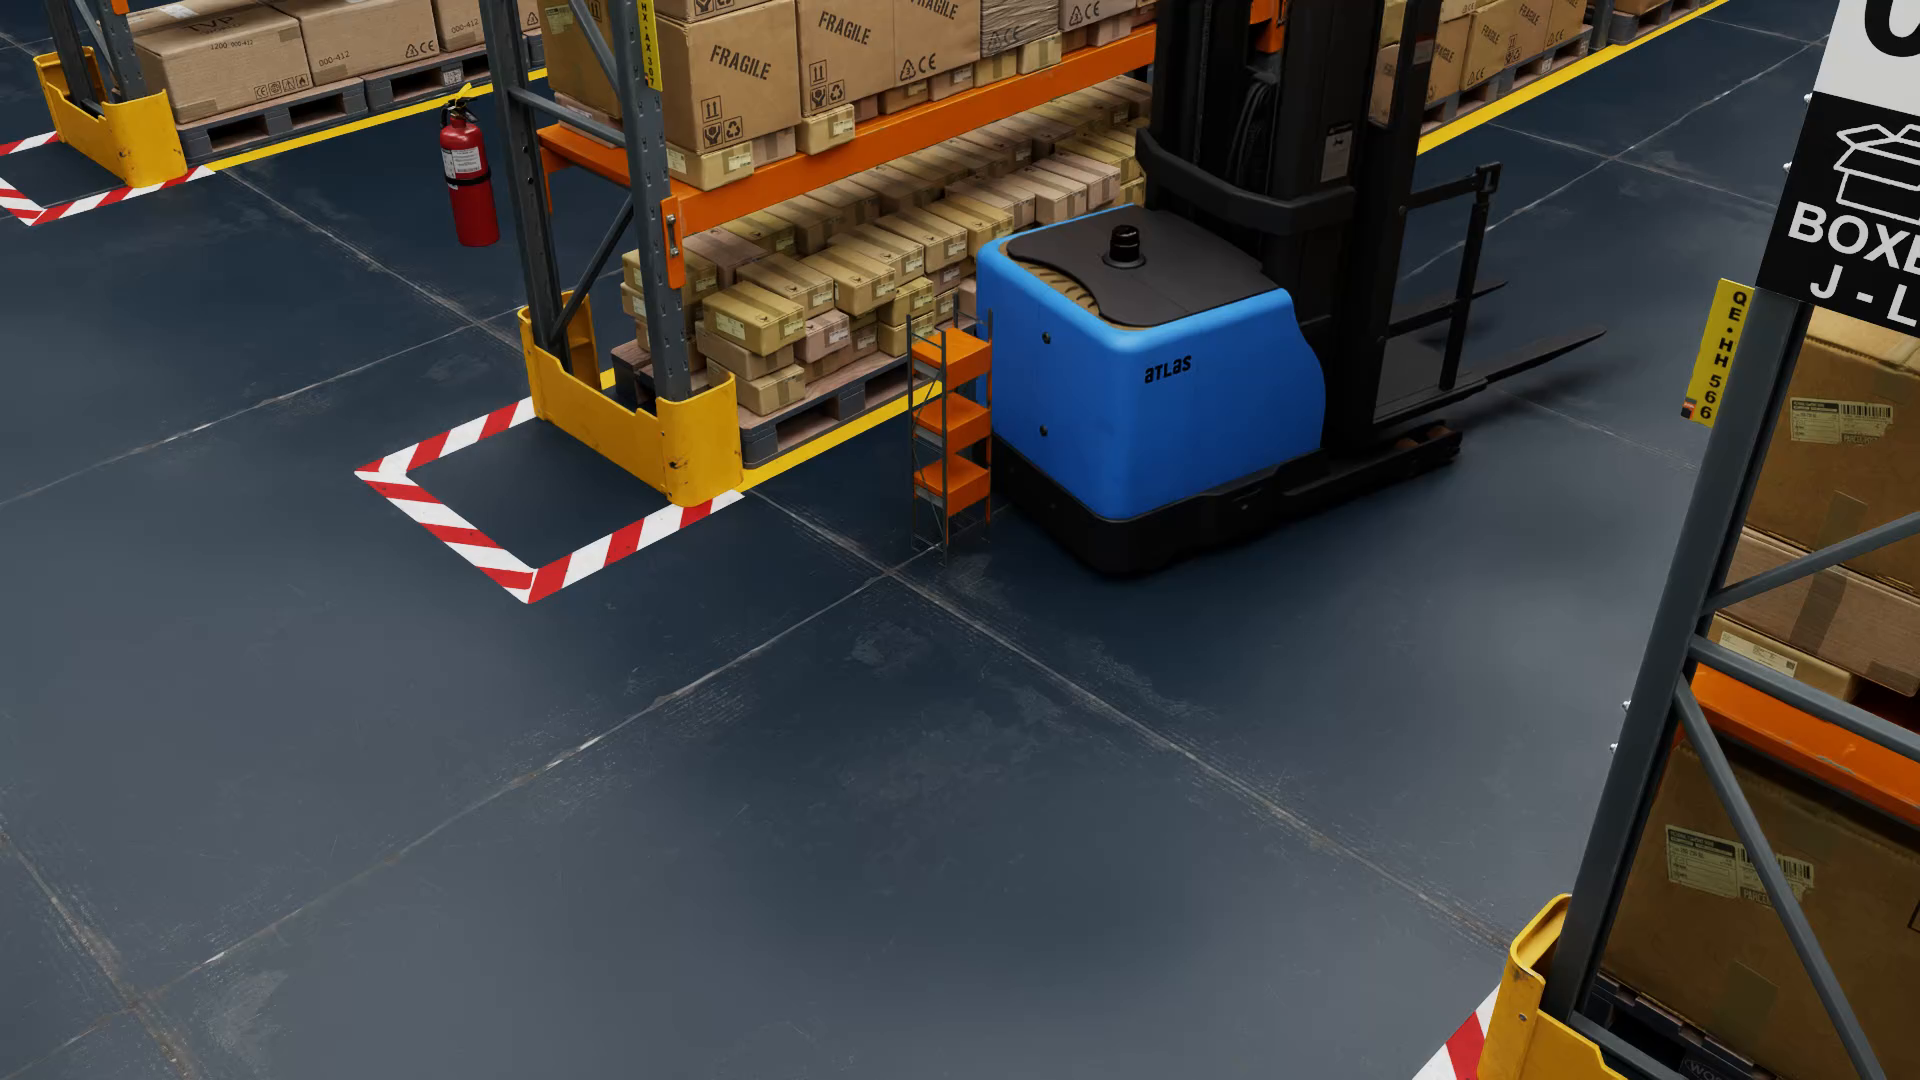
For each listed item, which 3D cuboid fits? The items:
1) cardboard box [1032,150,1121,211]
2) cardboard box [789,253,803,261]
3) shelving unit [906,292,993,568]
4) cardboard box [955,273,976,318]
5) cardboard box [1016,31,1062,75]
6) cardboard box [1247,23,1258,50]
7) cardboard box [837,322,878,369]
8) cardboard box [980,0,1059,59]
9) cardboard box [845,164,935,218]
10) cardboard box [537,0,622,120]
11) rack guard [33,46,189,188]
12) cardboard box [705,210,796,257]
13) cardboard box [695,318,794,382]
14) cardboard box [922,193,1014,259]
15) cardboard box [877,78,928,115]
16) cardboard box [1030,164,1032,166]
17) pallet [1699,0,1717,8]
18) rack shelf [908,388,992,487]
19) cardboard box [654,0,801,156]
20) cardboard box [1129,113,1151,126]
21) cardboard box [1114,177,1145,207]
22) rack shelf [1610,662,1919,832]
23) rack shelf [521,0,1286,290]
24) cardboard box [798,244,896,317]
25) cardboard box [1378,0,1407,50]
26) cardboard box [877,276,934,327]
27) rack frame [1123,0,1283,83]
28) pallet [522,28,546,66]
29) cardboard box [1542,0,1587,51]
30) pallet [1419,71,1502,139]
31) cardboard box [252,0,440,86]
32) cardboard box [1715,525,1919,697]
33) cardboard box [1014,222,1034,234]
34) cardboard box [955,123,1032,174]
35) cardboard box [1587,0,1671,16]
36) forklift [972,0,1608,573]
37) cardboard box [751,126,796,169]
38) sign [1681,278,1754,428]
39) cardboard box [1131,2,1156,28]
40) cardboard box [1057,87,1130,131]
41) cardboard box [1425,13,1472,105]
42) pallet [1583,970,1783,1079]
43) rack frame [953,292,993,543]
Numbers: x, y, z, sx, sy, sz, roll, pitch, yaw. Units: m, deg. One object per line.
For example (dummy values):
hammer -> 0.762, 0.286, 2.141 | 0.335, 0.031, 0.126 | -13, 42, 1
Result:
cardboard box -> 0.578, -1.801, 8.315 | 0.380, 0.149, 0.250 | 27, 43, 33
cardboard box -> -0.954, -1.290, 7.842 | 0.380, 0.149, 0.250 | 28, 43, 34
shelving unit -> -0.038, -0.409, 6.419 | 0.215, 1.050, 0.252 | 30, 45, 35
cardboard box -> 0.012, -1.221, 8.004 | 0.380, 0.149, 0.250 | 27, 43, 33
cardboard box -> 0.244, -2.271, 7.603 | 0.250, 0.149, 0.380 | -29, 44, -35
cardboard box -> 1.675, -3.107, 9.745 | 0.500, 0.250, 0.500 | 28, 44, 34
cardboard box -> -0.596, -0.953, 7.620 | 0.250, 0.149, 0.380 | -29, 44, -35
cardboard box -> 0.092, -2.489, 7.349 | 0.500, 0.500, 0.500 | 28, 44, 34
cardboard box -> -0.343, -1.696, 8.165 | 0.380, 0.149, 0.250 | 28, 44, 34
cardboard box -> -1.354, -2.073, 6.753 | 0.500, 0.500, 0.500 | -29, 44, -35
rack guard -> -5.089, -2.543, 9.959 | 1.175, 0.500, 0.348 | 30, 45, 35
cardboard box -> -0.985, -1.423, 7.773 | 0.380, 0.149, 0.250 | 29, 44, 34
cardboard box -> -0.937, -0.858, 7.223 | 0.250, 0.149, 0.380 | -28, 44, -34
cardboard box -> 0.035, -1.489, 7.868 | 0.250, 0.149, 0.380 | -29, 44, -35
cardboard box -> -0.356, -1.989, 7.199 | 0.380, 0.149, 0.250 | 29, 44, 35
cardboard box -> 0.395, -1.994, 8.852 | 0.380, 0.149, 0.250 | 27, 43, 33
pallet -> 5.617, -4.510, 13.033 | 1.003, 0.211, 1.213 | 30, 45, 35
rack shelf -> -0.038, -0.400, 6.425 | 0.215, 0.259, 0.240 | 30, 45, 35
cardboard box -> -0.976, -1.858, 6.444 | 0.500, 0.500, 0.500 | -28, 43, -34
cardboard box -> 1.112, -2.126, 8.781 | 0.250, 0.149, 0.380 | -29, 44, -35
cardboard box -> 0.729, -1.824, 8.608 | 0.250, 0.149, 0.380 | -29, 44, -35
rack shelf -> 3.369, -0.101, 4.901 | 1.077, 0.370, 4.000 | 30, 45, 35
rack shelf -> -0.079, -2.141, 7.826 | 1.077, 0.370, 4.000 | 30, 45, 35
cardboard box -> -0.501, -1.158, 7.393 | 0.380, 0.149, 0.250 | 29, 44, 35
cardboard box -> 2.412, -3.113, 9.754 | 0.500, 0.250, 0.500 | -29, 44, -34
cardboard box -> -0.337, -1.142, 7.630 | 0.250, 0.149, 0.380 | -28, 44, -34
rack frame -> 1.330, -3.248, 8.785 | 1.000, 3.000, 0.127 | 30, 45, 35
pallet -> -2.845, -3.781, 11.987 | 1.003, 0.211, 1.213 | 30, 45, 35
cardboard box -> 3.870, -3.646, 11.174 | 0.500, 0.500, 0.500 | 29, 44, 35
pallet -> 2.737, -2.918, 10.750 | 1.003, 0.211, 1.213 | 30, 45, 35
cardboard box -> -4.039, -3.382, 10.850 | 0.875, 0.438, 0.875 | -29, 44, -34
cardboard box -> 2.113, 0.052, 3.924 | 0.500, 0.250, 0.500 | 29, 44, 35
cardboard box -> 0.142, -1.520, 8.173 | 0.250, 0.149, 0.380 | -28, 43, -34
cardboard box -> 0.156, -2.042, 8.661 | 0.250, 0.149, 0.380 | -29, 44, -35
cardboard box -> 4.641, -4.332, 11.939 | 1.050, 0.750, 0.750 | 29, 44, 35
forklift -> 1.571, -1.706, 6.634 | 3.031, 2.935, 1.130 | -20, 39, -26
cardboard box -> -0.877, -1.640, 6.699 | 0.250, 0.149, 0.380 | -28, 44, -34
sign -> 1.585, -0.380, 3.454 | 0.100, 0.325, 0.005 | 30, 45, 35
cardboard box -> 0.730, -2.624, 8.111 | 0.380, 0.149, 0.250 | 28, 44, 34
cardboard box -> 0.704, -2.350, 9.103 | 0.250, 0.149, 0.380 | -28, 43, -34
cardboard box -> 2.770, -3.021, 10.278 | 0.500, 0.500, 0.500 | -29, 44, -35
pallet -> 2.468, 1.204, 4.839 | 1.003, 0.211, 1.213 | 30, 45, 35
rack frame -> 0.048, -0.458, 6.490 | 0.200, 1.050, 0.008 | 30, 45, 35
